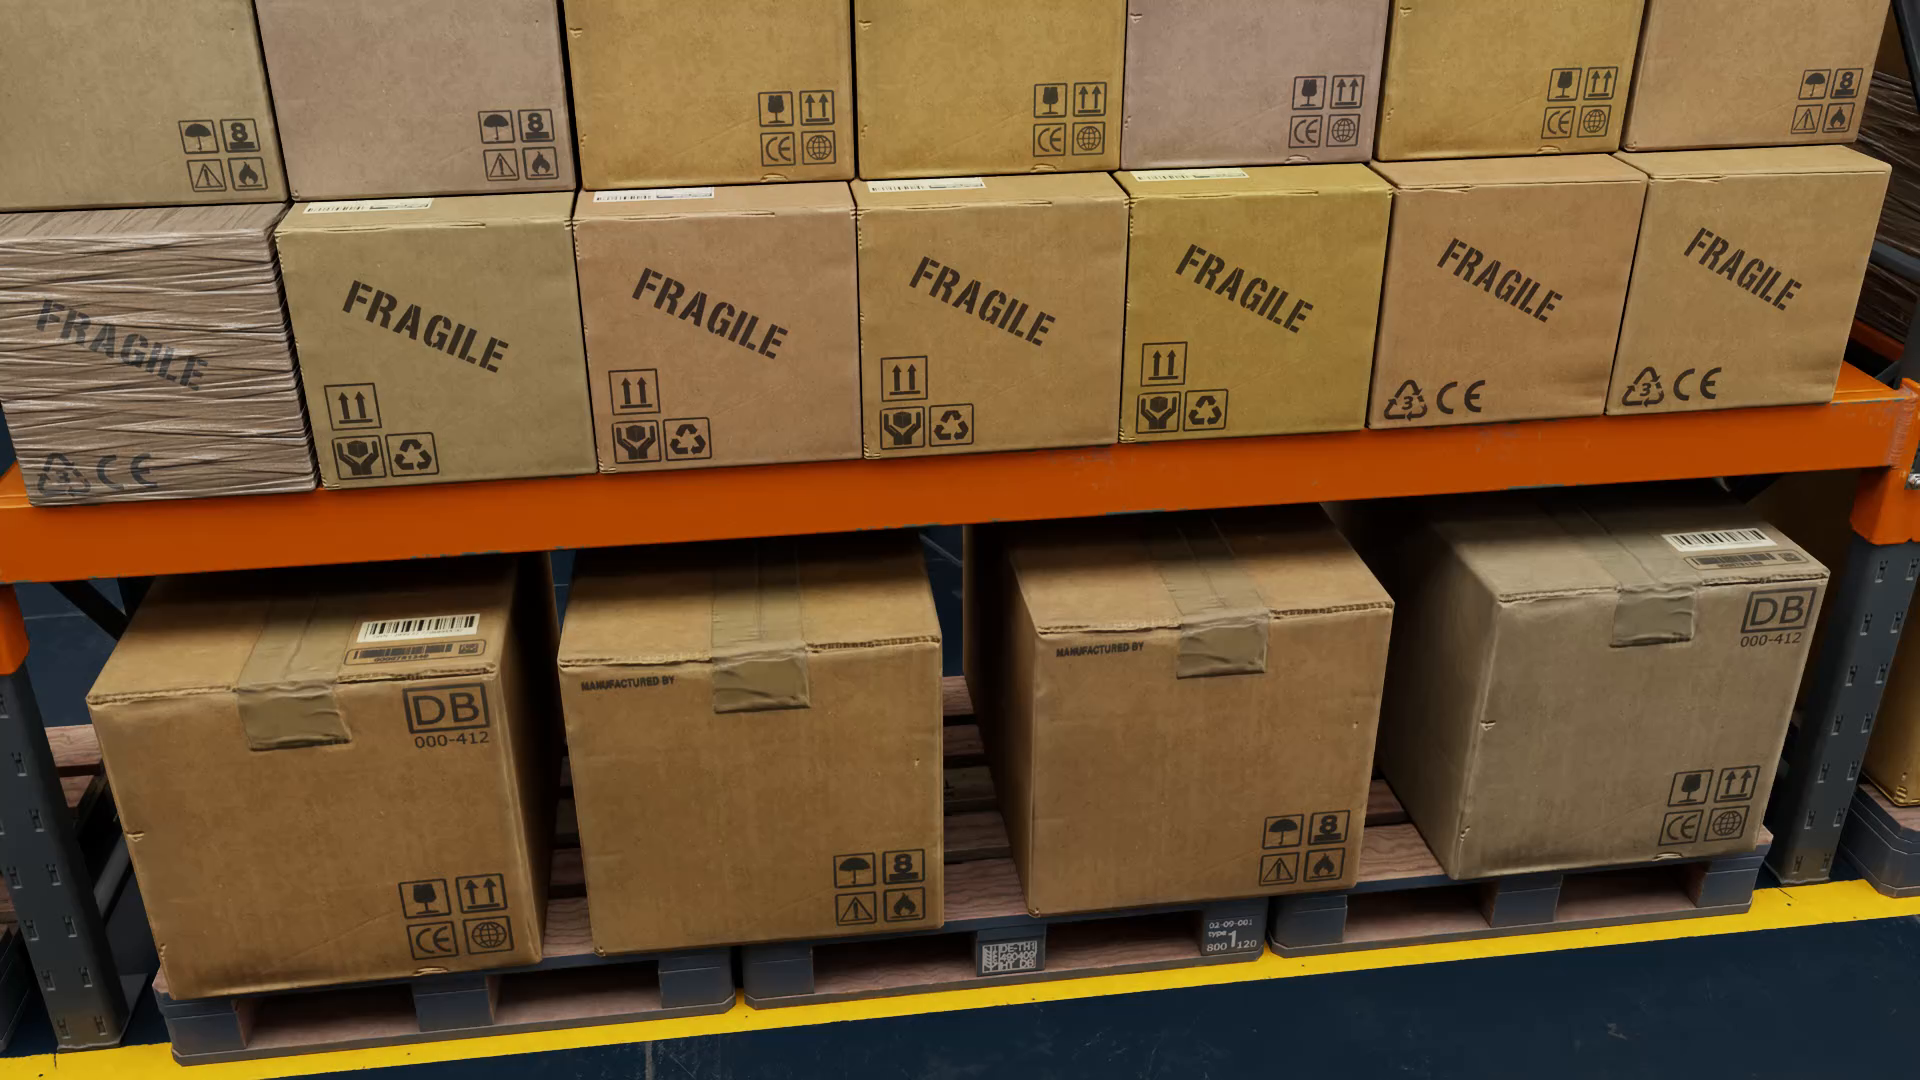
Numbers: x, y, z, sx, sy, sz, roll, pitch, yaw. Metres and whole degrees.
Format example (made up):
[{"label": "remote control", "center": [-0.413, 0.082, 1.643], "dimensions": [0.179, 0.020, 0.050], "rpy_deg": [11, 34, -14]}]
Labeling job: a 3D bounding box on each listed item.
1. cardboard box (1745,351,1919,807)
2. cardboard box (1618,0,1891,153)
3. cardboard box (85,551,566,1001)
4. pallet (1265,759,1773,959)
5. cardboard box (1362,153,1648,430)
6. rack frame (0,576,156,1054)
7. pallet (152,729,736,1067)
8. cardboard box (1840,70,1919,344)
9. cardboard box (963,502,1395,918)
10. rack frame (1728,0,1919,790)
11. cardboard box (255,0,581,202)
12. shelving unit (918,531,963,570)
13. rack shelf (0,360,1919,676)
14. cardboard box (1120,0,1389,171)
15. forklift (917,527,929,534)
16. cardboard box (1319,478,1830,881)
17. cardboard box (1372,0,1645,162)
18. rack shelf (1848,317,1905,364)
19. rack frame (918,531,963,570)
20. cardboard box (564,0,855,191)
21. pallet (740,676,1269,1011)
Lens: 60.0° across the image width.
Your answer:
[{"label": "cardboard box", "center": [2.642, 0.040, 4.253], "dimensions": [0.875, 0.875, 0.875], "rpy_deg": [-3, 27, -6]}, {"label": "cardboard box", "center": [1.518, -1.165, 3.530], "dimensions": [0.500, 0.500, 0.700], "rpy_deg": [-4, 27, -8]}, {"label": "cardboard box", "center": [-1.336, 0.361, 3.766], "dimensions": [0.750, 0.750, 1.050], "rpy_deg": [-4, 27, -8]}, {"label": "pallet", "center": [1.255, 0.614, 4.322], "dimensions": [1.213, 0.211, 1.003], "rpy_deg": [-4, 27, -7]}, {"label": "cardboard box", "center": [1.029, -0.568, 3.462], "dimensions": [0.500, 0.500, 0.500], "rpy_deg": [-4, 27, -8]}, {"label": "rack frame", "center": [-1.952, -0.455, 3.352], "dimensions": [0.127, 3.000, 1.000], "rpy_deg": [-4, 27, -7]}, {"label": "pallet", "center": [-1.161, 0.769, 4.020], "dimensions": [1.213, 0.211, 1.003], "rpy_deg": [-4, 27, -7]}, {"label": "cardboard box", "center": [2.373, -0.805, 3.869], "dimensions": [0.550, 0.550, 0.875], "rpy_deg": [-4, 27, -7]}, {"label": "cardboard box", "center": [0.451, 0.244, 3.993], "dimensions": [0.750, 0.750, 1.050], "rpy_deg": [-4, 27, -7]}, {"label": "rack frame", "center": [2.009, -0.708, 3.845], "dimensions": [0.053, 2.616, 0.949], "rpy_deg": [-4, 27, -7]}, {"label": "cardboard box", "center": [-1.005, -1.001, 3.211], "dimensions": [0.500, 0.500, 0.700], "rpy_deg": [-4, 27, -8]}, {"label": "shelving unit", "center": [0.340, -0.449, 4.934], "dimensions": [0.538, 0.981, 1.030], "rpy_deg": [35, 18, 16]}, {"label": "rack shelf", "center": [0.029, -0.262, 3.764], "dimensions": [4.000, 0.370, 1.077], "rpy_deg": [-4, 27, -7]}, {"label": "cardboard box", "center": [0.509, -1.099, 3.402], "dimensions": [0.500, 0.500, 0.700], "rpy_deg": [-3, 27, -7]}, {"label": "forklift", "center": [-1.440, -1.574, 5.704], "dimensions": [3.031, 2.843, 1.129], "rpy_deg": [11, 29, 21]}, {"label": "cardboard box", "center": [1.407, 0.185, 4.109], "dimensions": [0.750, 0.750, 1.050], "rpy_deg": [-4, 27, -7]}, {"label": "cardboard box", "center": [1.009, -1.131, 3.464], "dimensions": [0.500, 0.500, 0.700], "rpy_deg": [-4, 27, -8]}, {"label": "rack shelf", "center": [3.990, -0.636, 4.199], "dimensions": [3.809, 0.052, 0.919], "rpy_deg": [-4, 27, -7]}, {"label": "rack frame", "center": [0.142, -0.397, 4.468], "dimensions": [0.475, 0.981, 0.013], "rpy_deg": [35, 18, 16]}, {"label": "cardboard box", "center": [-0.498, -1.035, 3.277], "dimensions": [0.500, 0.500, 0.700], "rpy_deg": [-4, 27, -8]}, {"label": "pallet", "center": [-1.744, -0.368, 6.237], "dimensions": [4.108, 0.211, 6.107], "rpy_deg": [-4, 27, -7]}]
